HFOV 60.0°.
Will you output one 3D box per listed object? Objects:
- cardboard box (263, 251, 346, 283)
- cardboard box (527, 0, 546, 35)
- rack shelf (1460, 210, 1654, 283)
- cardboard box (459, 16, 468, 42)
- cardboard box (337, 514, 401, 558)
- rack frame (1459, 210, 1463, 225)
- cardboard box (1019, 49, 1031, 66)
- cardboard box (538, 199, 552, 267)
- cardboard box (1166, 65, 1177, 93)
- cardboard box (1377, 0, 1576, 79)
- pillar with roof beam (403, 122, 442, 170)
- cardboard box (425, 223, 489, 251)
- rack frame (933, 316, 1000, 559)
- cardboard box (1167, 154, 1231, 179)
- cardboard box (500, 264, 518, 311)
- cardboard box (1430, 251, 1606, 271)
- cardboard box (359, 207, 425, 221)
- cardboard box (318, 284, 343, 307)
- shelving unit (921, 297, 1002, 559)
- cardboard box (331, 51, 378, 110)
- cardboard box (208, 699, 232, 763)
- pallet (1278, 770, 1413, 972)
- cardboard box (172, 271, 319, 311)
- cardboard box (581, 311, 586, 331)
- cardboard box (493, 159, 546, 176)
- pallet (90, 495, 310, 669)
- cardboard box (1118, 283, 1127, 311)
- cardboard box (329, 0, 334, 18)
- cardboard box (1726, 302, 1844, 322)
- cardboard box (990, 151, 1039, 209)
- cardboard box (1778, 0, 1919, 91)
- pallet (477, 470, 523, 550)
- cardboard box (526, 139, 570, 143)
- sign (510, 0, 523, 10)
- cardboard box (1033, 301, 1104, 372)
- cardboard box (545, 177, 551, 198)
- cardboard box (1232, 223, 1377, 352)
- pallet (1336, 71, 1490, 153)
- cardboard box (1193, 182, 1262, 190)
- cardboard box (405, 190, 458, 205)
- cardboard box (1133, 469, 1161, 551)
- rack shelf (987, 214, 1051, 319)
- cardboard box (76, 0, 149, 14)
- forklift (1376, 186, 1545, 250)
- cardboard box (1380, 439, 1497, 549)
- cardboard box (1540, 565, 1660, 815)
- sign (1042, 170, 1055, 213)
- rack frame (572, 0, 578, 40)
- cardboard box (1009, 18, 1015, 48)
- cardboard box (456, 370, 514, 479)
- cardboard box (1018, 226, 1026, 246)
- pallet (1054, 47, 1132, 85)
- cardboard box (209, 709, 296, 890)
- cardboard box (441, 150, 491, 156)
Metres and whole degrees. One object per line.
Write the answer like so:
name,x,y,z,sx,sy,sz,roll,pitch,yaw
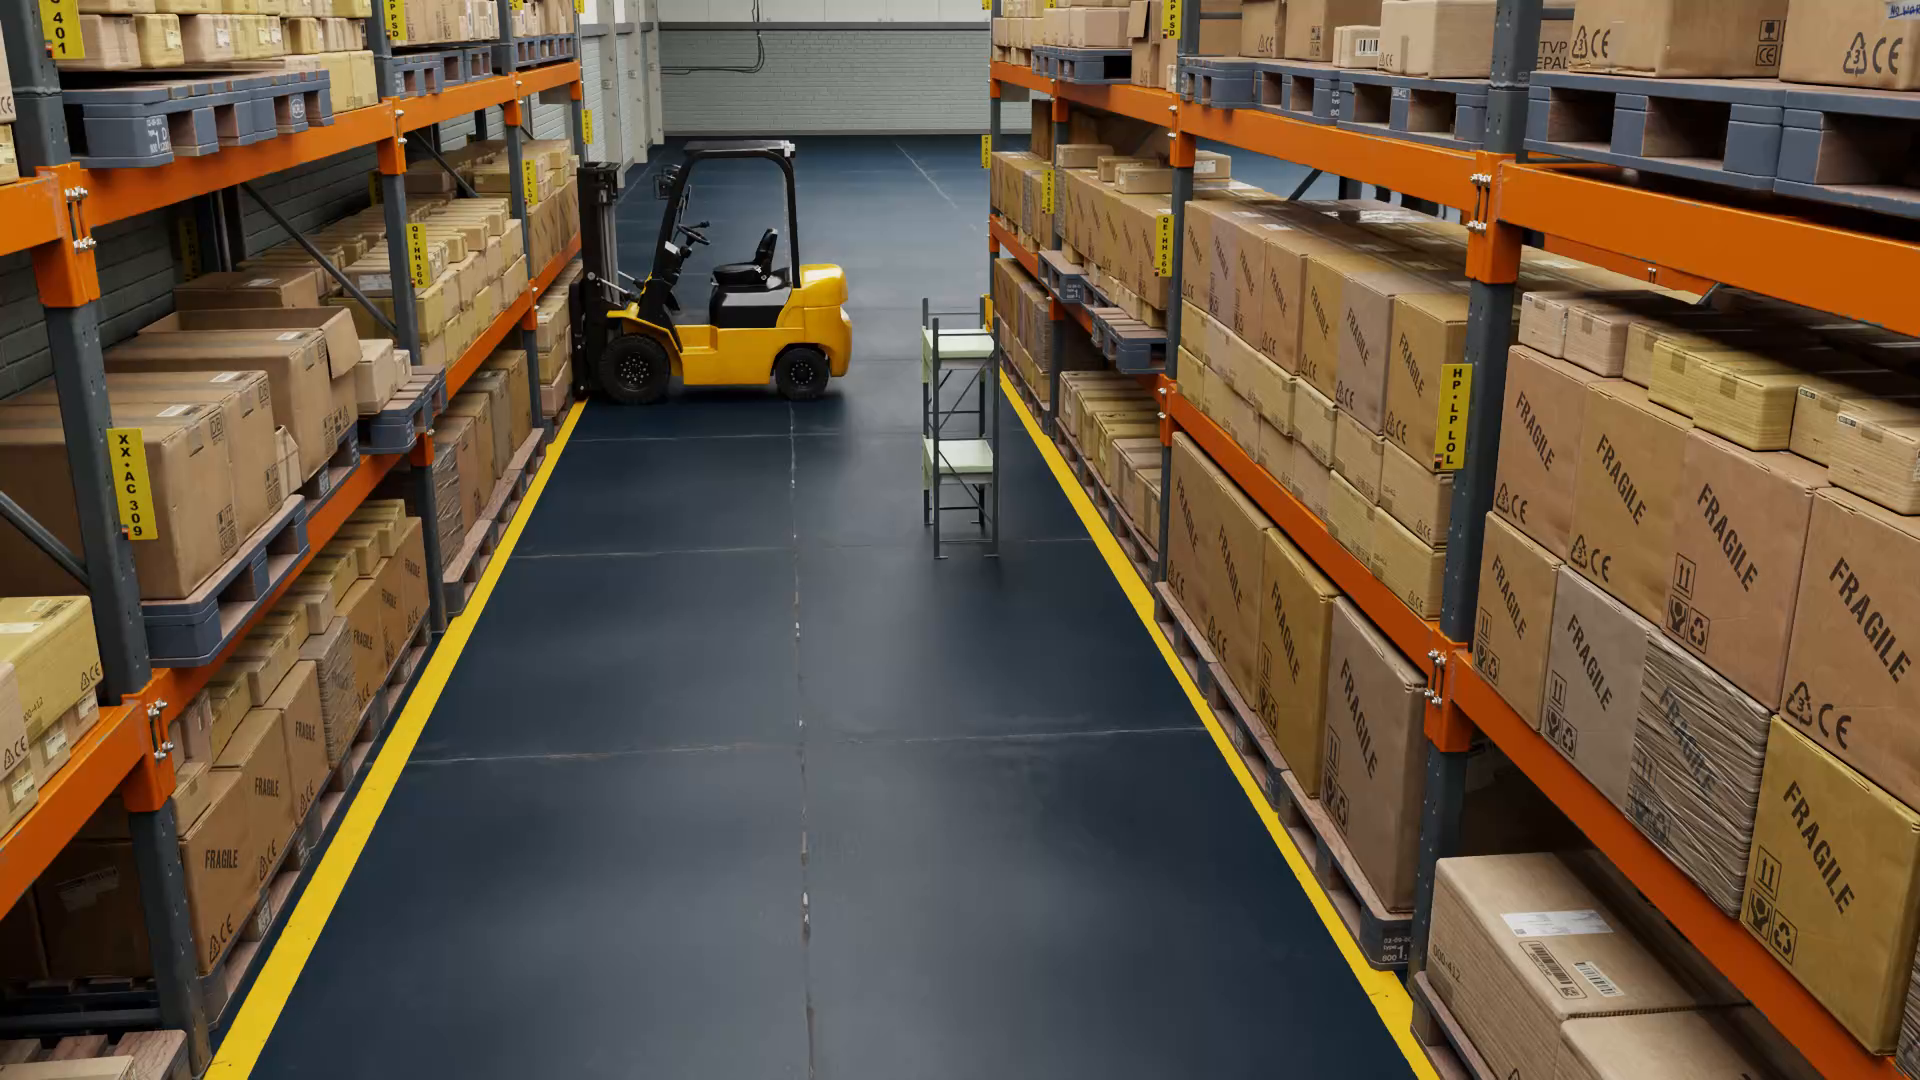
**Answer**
cardboard box,-3.646,-1.518,9.255,0.380,0.149,0.250,-2,18,-6
cardboard box,-3.816,-4.421,13.702,0.797,0.503,0.637,-1,17,-4
rack shelf,5.924,-2.699,15.466,1.077,0.370,4.000,-2,18,-6
cardboard box,-3.225,-3.120,10.151,0.380,0.149,0.250,-2,18,-6
cardboard box,-2.945,-0.014,8.104,0.380,0.149,0.250,-3,18,-9
rack frame,5.718,-3.638,17.257,1.000,3.000,0.127,-2,18,-6
cardboard box,0.721,-4.195,14.443,0.380,0.149,0.250,-2,18,-7
cardboard box,-3.576,-2.451,13.310,0.500,0.500,0.500,-1,17,-5
cardboard box,1.355,-2.544,9.183,0.380,0.149,0.250,-2,18,-6
cardboard box,1.742,-1.725,5.603,0.500,0.311,0.500,-2,18,-6
pillar with roof beam,-0.675,-6.060,14.957,9.100,9.000,0.400,-2,18,-6
cardboard box,-3.198,-1.914,10.518,0.380,0.149,0.250,-2,18,-7
rack frame,0.037,-0.609,10.111,0.400,1.500,0.023,-2,18,-6
cardboard box,1.625,-2.546,11.332,0.380,0.149,0.250,-3,18,-8
cardboard box,-3.350,-1.745,11.479,0.500,0.250,0.500,-2,18,-6
cardboard box,2.154,-0.845,6.523,0.500,0.500,0.500,-2,18,-7
cardboard box,-3.896,-2.198,11.422,0.380,0.149,0.250,-2,18,-6
cardboard box,-3.630,-1.209,8.936,0.500,0.250,0.500,-1,17,-4
shelving unit,-0.001,-0.718,10.459,0.431,1.500,0.755,-2,18,-6
cardboard box,-3.013,-2.131,7.700,0.500,0.250,0.500,-2,18,-7
cardboard box,-2.810,0.686,5.872,0.380,0.149,0.250,-3,18,-9
pallet,1.888,1.223,6.428,1.003,0.211,1.213,-2,18,-6
cardboard box,-3.410,-1.007,8.008,0.500,0.500,0.500,-1,17,-3
cardboard box,-3.656,-1.989,15.060,0.500,0.250,0.500,-2,18,-7
cardboard box,-3.588,-3.019,13.539,0.380,0.149,0.250,-2,18,-7
pallet,-2.868,0.125,5.592,1.003,0.211,1.213,-2,18,-6
cardboard box,1.174,-1.469,10.066,0.380,0.149,0.250,-3,18,-8
cardboard box,-3.055,-2.434,7.501,0.380,0.149,0.250,-2,18,-8
cardboard box,2.310,-0.550,4.502,0.380,0.149,0.250,-1,17,-4
cardboard box,0.578,-3.495,16.137,0.500,0.500,0.500,-2,18,-6
cardboard box,2.213,-1.207,3.466,0.797,0.503,0.637,0,17,-1
pallet,-3.476,-0.196,10.948,1.003,0.211,1.213,-2,18,-6
cardboard box,-3.886,-3.699,15.706,0.380,0.149,0.250,-2,18,-5
sign,-3.181,-3.956,11.874,0.100,0.325,0.005,-2,18,-6
cardboard box,0.889,-1.677,13.649,0.500,0.500,0.500,-2,18,-6
cardboard box,-3.551,-2.877,13.583,0.380,0.149,0.250,-2,18,-6
cardboard box,1.536,-1.139,7.463,0.500,0.500,0.500,-1,17,-4
pallet,1.899,-1.491,5.730,0.805,0.209,1.217,-2,18,-8
cardboard box,1.647,-2.065,10.882,0.500,0.500,0.500,-2,18,-8
cardboard box,-4.008,-2.554,12.553,0.380,0.149,0.250,-2,18,-6
cardboard box,1.581,-0.187,9.950,0.950,0.372,0.625,-3,18,-9
rack shelf,1.011,-2.516,14.883,1.077,0.370,4.000,-2,18,-6
cardboard box,-2.489,-1.529,4.586,0.380,0.149,0.250,-1,17,-4
forklift,3.256,-1.743,11.336,1.130,2.935,3.031,-1,17,-4
cardboard box,1.755,-0.170,5.628,0.500,0.250,0.500,-2,18,-6
cardboard box,1.878,0.371,4.322,0.500,0.500,0.500,-2,18,-5
sign,0.678,-2.657,12.687,0.100,0.325,0.005,-2,18,-6
rack frame,-4.132,-6.163,15.283,1.000,3.000,0.127,-2,18,-6
cardboard box,0.712,-4.495,14.732,0.500,0.250,0.500,-1,17,-4
cardboard box,-3.582,-0.789,11.447,0.875,0.625,0.625,-2,18,-6
cardboard box,0.714,-2.685,14.641,0.380,0.149,0.250,-2,18,-5
pallet,1.285,-3.108,10.876,1.213,0.211,1.003,-2,18,-6
cardboard box,-2.785,0.958,6.091,0.500,0.500,0.500,-2,18,-6
cardboard box,-4.284,-3.302,14.442,0.380,0.149,0.250,-2,18,-7
